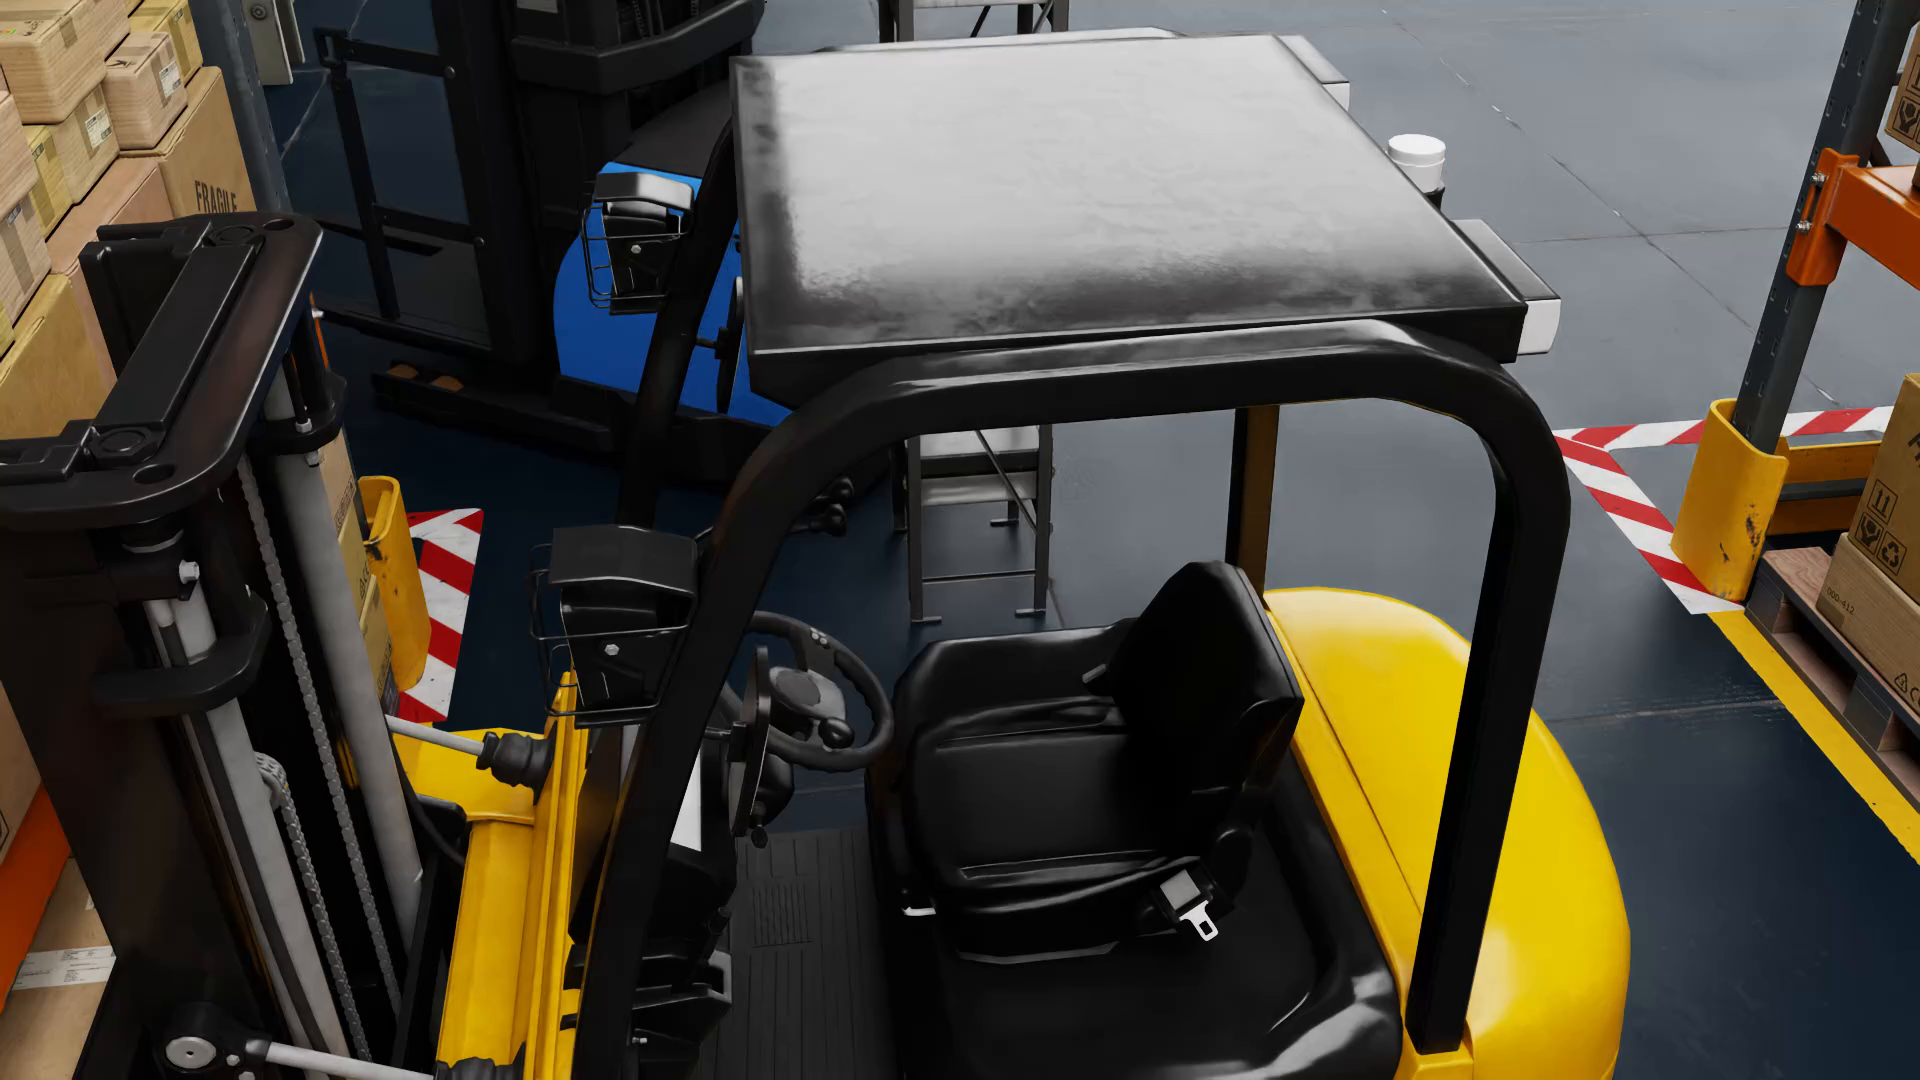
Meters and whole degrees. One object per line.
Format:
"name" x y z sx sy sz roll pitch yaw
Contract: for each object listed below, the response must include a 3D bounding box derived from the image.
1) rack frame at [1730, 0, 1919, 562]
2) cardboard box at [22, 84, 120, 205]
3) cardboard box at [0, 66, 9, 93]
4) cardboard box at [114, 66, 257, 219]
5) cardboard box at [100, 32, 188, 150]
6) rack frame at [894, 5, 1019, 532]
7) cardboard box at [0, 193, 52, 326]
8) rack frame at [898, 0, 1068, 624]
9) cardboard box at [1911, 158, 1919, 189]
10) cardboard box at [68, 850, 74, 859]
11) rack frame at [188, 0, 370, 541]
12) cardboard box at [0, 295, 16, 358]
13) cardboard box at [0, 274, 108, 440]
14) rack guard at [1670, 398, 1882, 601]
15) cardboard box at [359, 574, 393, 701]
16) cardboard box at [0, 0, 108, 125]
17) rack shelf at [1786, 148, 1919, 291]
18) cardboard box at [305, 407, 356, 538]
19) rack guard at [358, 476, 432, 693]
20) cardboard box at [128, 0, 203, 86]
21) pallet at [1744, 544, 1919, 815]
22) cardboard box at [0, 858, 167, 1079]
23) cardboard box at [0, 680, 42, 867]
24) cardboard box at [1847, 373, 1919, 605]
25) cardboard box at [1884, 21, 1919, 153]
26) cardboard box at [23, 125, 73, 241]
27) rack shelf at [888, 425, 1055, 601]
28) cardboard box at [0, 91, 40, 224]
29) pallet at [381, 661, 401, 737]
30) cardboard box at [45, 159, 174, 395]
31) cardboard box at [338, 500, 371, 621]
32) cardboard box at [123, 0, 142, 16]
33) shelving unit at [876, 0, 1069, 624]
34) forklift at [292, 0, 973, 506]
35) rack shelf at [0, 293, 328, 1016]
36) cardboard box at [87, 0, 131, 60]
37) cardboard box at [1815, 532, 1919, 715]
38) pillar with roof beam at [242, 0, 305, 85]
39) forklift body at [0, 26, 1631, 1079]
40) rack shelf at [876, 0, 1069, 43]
"rack frame" 2.812 -1.234 4.397 1.000 3.000 0.127 -4 35 -6
"cardboard box" -1.744 -0.703 2.954 0.380 0.149 0.250 -4 34 -5
"cardboard box" -1.763 -0.681 2.656 0.380 0.149 0.250 -4 34 -6
"cardboard box" -1.780 -0.643 3.440 0.500 0.500 0.500 -5 35 -7
"cardboard box" -1.718 -0.853 3.173 0.380 0.149 0.250 -4 34 -6
"rack frame" -0.011 -0.911 4.723 0.400 2.100 0.015 -4 35 -6
"cardboard box" -1.639 -0.419 2.536 0.380 0.149 0.250 -5 35 -8
"rack frame" 0.055 -0.639 4.323 0.400 2.100 0.015 -4 35 -6
"cardboard box" 2.653 -0.925 4.167 0.380 0.149 0.250 -4 35 -6
"cardboard box" -1.583 0.492 3.045 0.500 0.250 0.500 -4 34 -6
"rack frame" -2.106 -0.856 3.842 1.000 3.000 0.127 -4 35 -6
"cardboard box" -1.585 -0.279 2.331 0.380 0.149 0.250 -4 34 -6
"cardboard box" -1.650 -0.066 2.595 0.500 0.500 0.500 -5 35 -7
"rack guard" 2.822 -0.159 5.039 1.175 0.500 0.348 -4 35 -6
"cardboard box" -1.730 0.345 4.149 0.500 0.250 0.500 -4 34 -6
"cardboard box" -1.723 -0.825 2.868 0.380 0.149 0.250 -4 34 -5
"rack shelf" 3.081 0.179 2.962 1.077 0.370 4.000 -4 35 -6
"cardboard box" -1.735 -0.073 3.874 0.500 0.250 0.500 -3 34 -5
"rack guard" -2.109 0.164 4.566 1.175 0.500 0.348 -4 35 -6
"cardboard box" -1.782 -0.993 3.379 0.380 0.149 0.250 -4 34 -6
"pallet" 2.896 0.417 4.451 1.003 0.211 1.213 -4 35 -6
"cardboard box" -1.522 0.776 2.629 0.500 0.250 0.500 -5 35 -7
"cardboard box" -1.571 0.213 2.185 0.500 0.500 0.500 -4 34 -6
"cardboard box" 2.650 -0.097 4.131 0.500 0.500 0.500 -5 35 -8
"cardboard box" 2.601 -1.113 3.866 0.500 0.500 0.500 -5 35 -7
"cardboard box" -1.722 -0.564 2.749 0.380 0.149 0.250 -5 35 -7
"rack shelf" 0.022 -0.186 4.925 0.431 0.518 0.480 -4 35 -6
"cardboard box" -1.618 -0.544 2.455 0.380 0.149 0.250 -4 34 -5
"pallet" -1.962 0.720 4.006 1.003 0.211 1.213 -4 35 -6
"cardboard box" -1.719 -0.352 3.015 0.500 0.500 0.500 -3 34 -5
"cardboard box" -1.731 0.148 3.994 0.500 0.250 0.500 -5 35 -7
"cardboard box" -1.849 -1.104 3.278 0.380 0.149 0.250 -4 35 -6
"shelving unit" 0.022 -0.775 4.523 0.431 2.100 0.503 -4 35 -6
"forklift" -1.512 -1.870 5.391 3.031 2.935 1.130 15 37 21
"rack shelf" -1.837 0.557 2.407 1.077 0.370 4.000 -4 35 -6
"cardboard box" -1.785 -0.969 3.079 0.380 0.149 0.250 -4 35 -6
"cardboard box" 2.646 0.200 4.362 0.500 0.250 0.500 -5 35 -7
"pillar with roof beam" 0.553 -6.552 6.874 9.100 9.000 0.400 -4 35 -6
"forklift body" -0.043 0.415 2.731 2.313 2.155 1.214 -4 35 -6
"rack shelf" 0.022 -1.342 4.137 0.431 0.518 0.480 -4 35 -6
